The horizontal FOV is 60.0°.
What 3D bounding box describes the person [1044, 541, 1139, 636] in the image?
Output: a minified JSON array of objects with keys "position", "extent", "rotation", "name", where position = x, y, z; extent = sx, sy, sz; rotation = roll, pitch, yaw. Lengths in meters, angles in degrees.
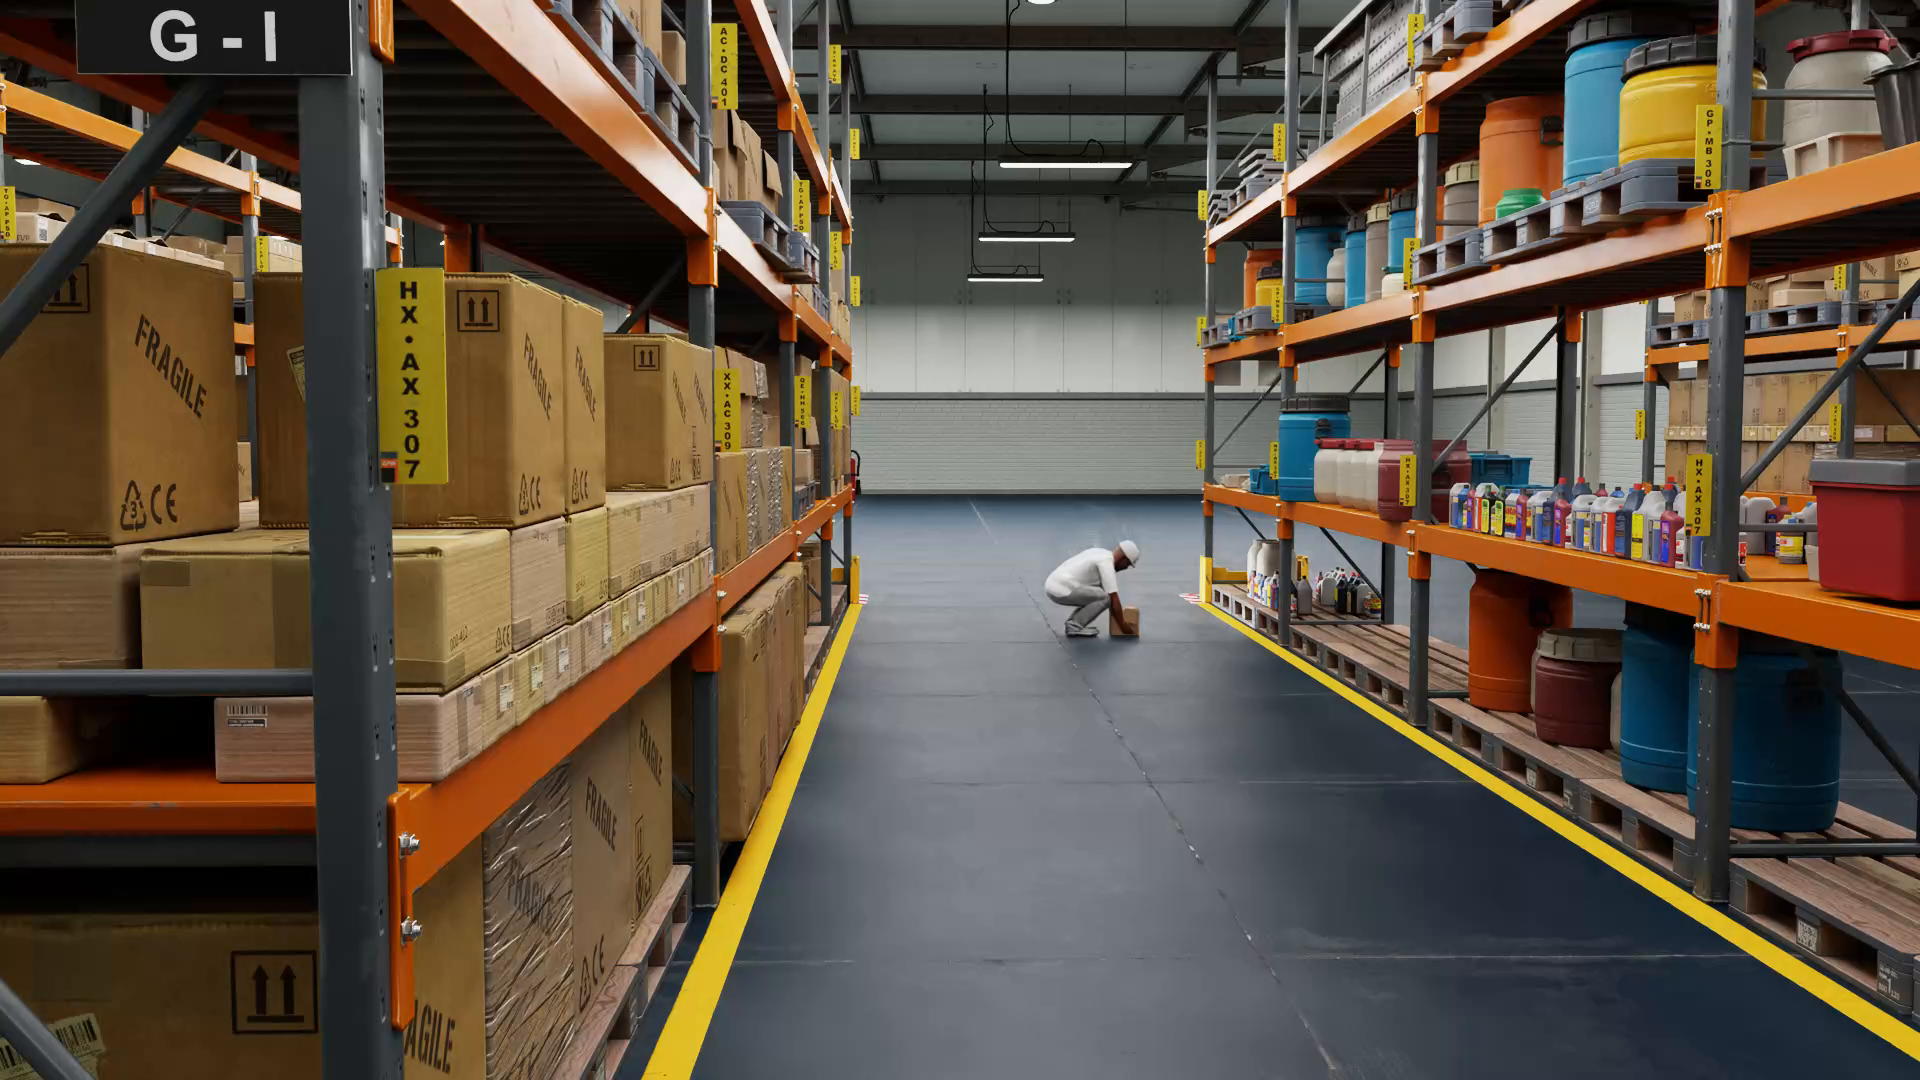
[{"position":[1.238,0.457,15.595],"extent":[0.893,0.898,0.556],"rotation":[0,4,-1],"name":"person"}]
